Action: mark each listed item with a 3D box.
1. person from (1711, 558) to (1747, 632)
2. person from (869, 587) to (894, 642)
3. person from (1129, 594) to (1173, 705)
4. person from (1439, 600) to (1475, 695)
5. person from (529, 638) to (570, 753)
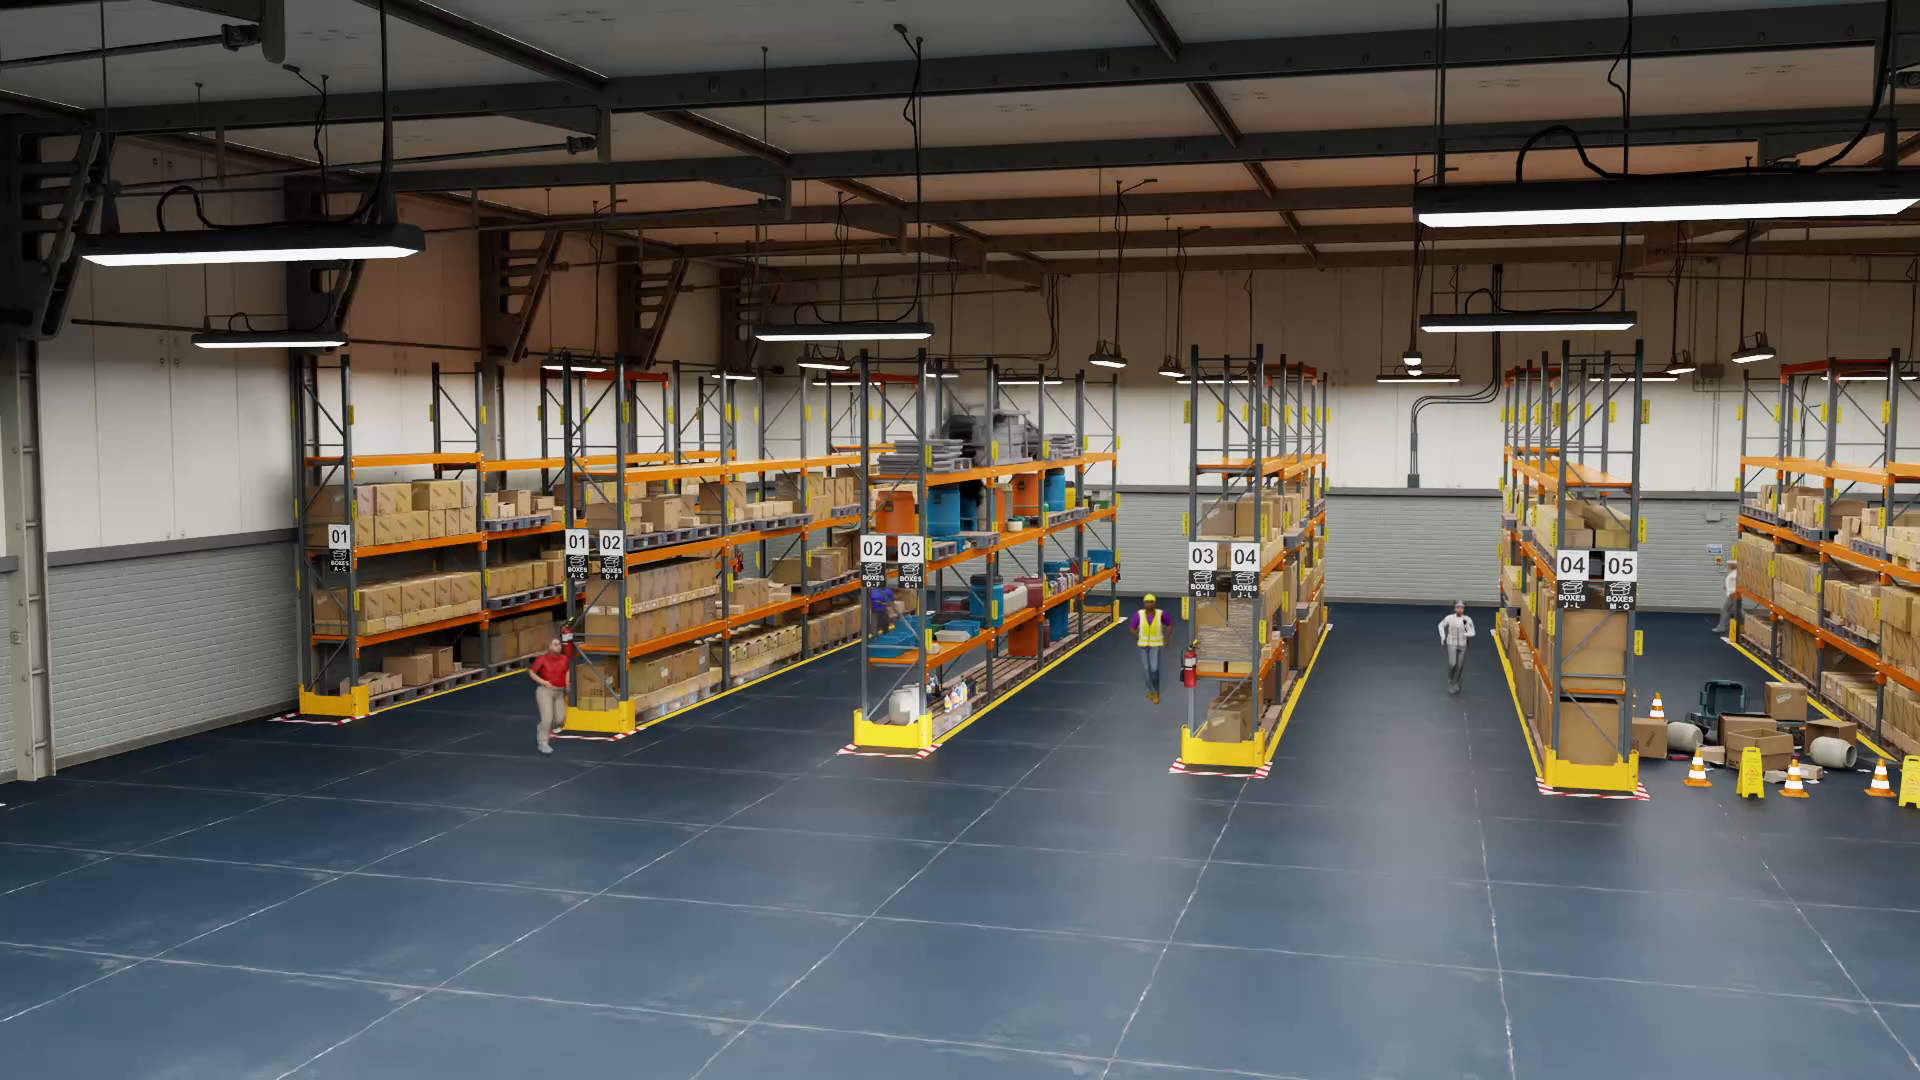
[{"bbox_3d":[17.603,1.260,37.923,0.905,1.748,0.760,3,5,38],"label":"person"},{"bbox_3d":[-1.543,1.505,32.075,0.562,1.691,0.849,1,4,7],"label":"person"},{"bbox_3d":[3.130,1.799,27.472,0.684,1.828,0.694,1,4,16],"label":"person"},{"bbox_3d":[8.934,1.922,29.863,0.591,1.701,0.639,1,4,8],"label":"person"},{"bbox_3d":[-6.117,2.309,24.930,0.713,1.676,0.628,-4,6,-44],"label":"person"}]
